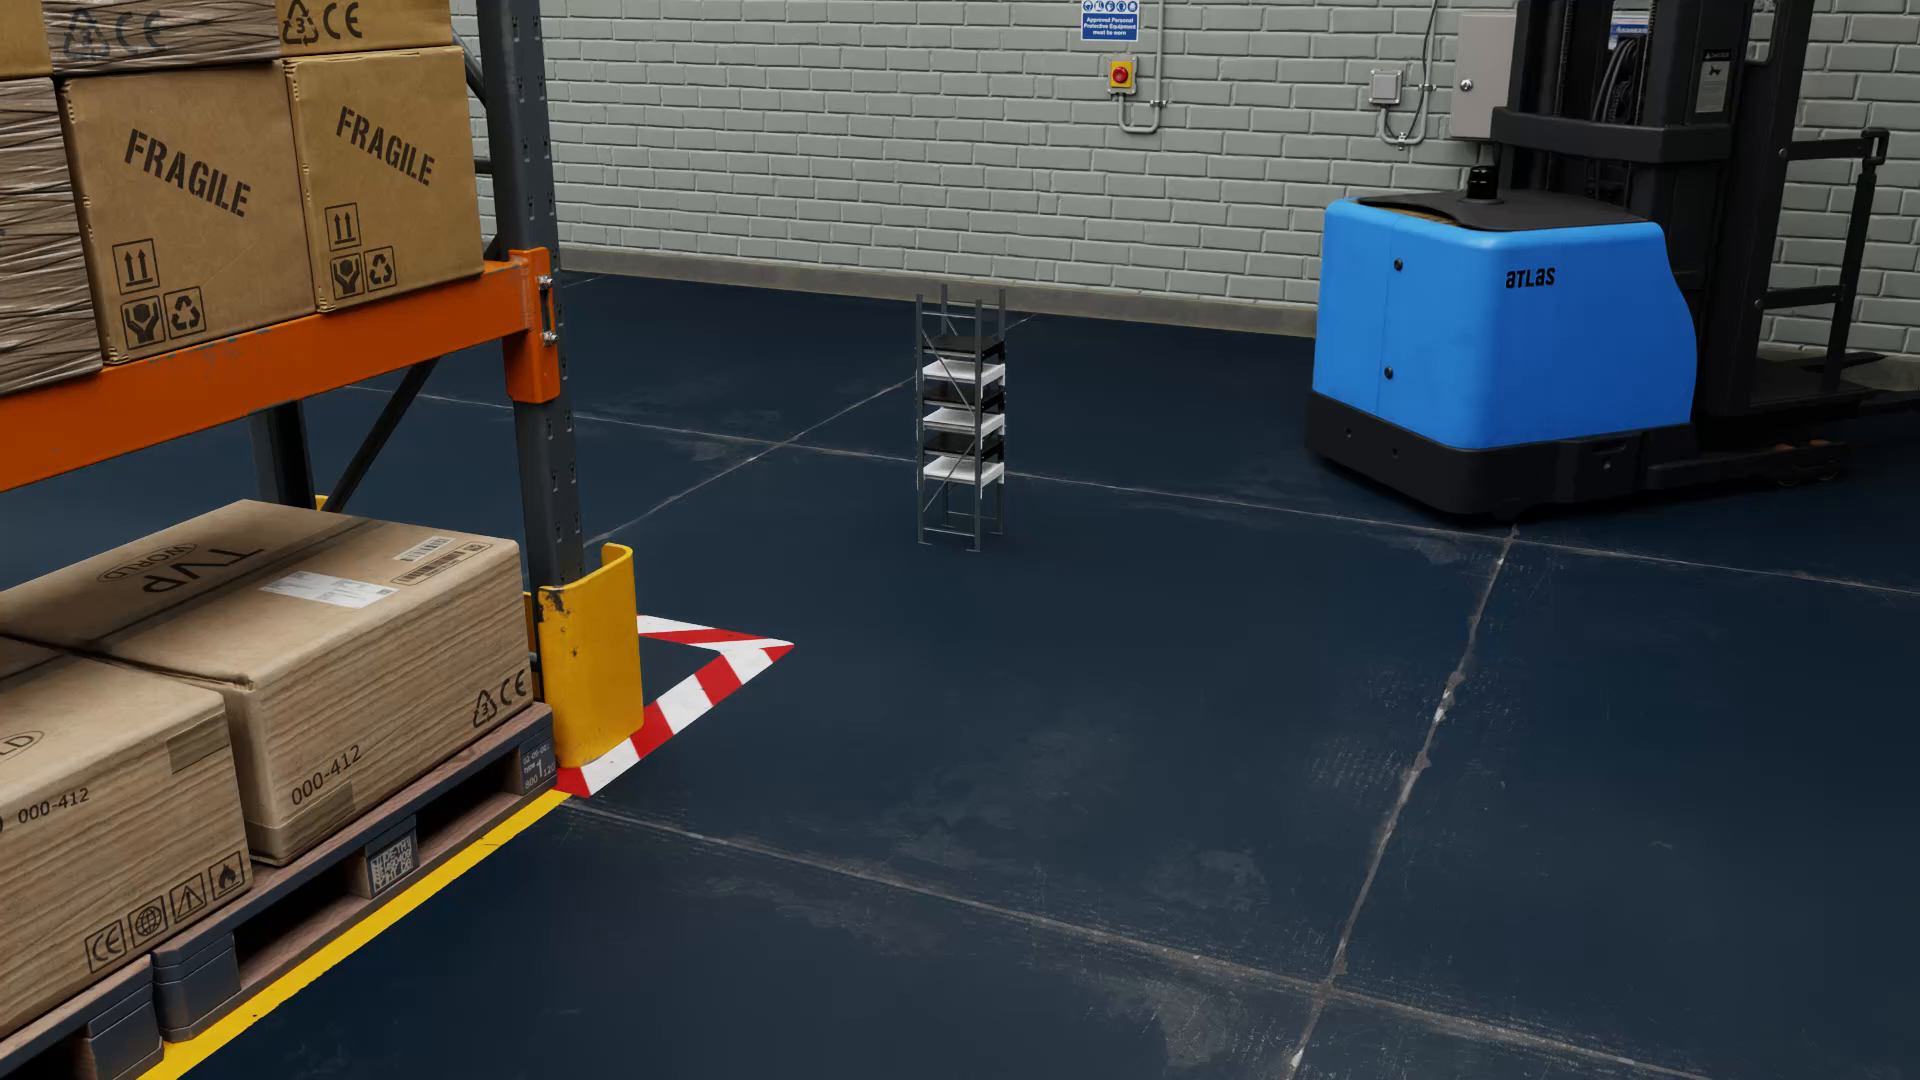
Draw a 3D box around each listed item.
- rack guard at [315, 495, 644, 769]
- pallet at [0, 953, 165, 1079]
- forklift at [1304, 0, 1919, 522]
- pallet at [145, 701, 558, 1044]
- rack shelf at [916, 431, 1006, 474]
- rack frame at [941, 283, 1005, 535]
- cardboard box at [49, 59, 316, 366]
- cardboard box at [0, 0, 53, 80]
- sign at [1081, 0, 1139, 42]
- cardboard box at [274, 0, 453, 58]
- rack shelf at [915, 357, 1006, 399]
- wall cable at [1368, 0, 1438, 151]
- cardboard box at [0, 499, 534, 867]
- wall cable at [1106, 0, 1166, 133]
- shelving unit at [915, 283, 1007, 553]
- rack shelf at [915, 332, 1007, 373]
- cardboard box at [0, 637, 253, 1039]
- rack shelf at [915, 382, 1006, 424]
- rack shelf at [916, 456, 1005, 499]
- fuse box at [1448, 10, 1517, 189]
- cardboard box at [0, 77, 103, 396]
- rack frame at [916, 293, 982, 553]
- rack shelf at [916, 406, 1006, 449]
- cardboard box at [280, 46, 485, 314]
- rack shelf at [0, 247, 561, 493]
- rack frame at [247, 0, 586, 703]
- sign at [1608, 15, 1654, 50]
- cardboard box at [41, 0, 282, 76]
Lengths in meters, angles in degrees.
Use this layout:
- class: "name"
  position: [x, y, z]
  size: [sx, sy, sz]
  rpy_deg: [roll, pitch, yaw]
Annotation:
- class: "rack guard"
  position: [-1.447, 0.231, 4.574]
  size: [1.175, 0.500, 0.348]
  rpy_deg: [9, 21, 23]
- class: "pallet"
  position: [-2.214, 1.001, 2.840]
  size: [1.003, 0.211, 1.213]
  rpy_deg: [9, 21, 23]
- class: "forklift"
  position: [2.987, -1.747, 6.506]
  size: [3.031, 2.935, 1.130]
  rpy_deg: [-8, 21, -21]
- class: "pallet"
  position: [-1.713, 0.629, 3.885]
  size: [1.003, 0.211, 1.213]
  rpy_deg: [9, 21, 23]
- class: "rack shelf"
  position: [0.003, -0.310, 5.866]
  size: [0.258, 0.077, 0.200]
  rpy_deg: [9, 21, 23]
- class: "rack frame"
  position: [0.045, -0.458, 5.912]
  size: [0.240, 0.900, 0.006]
  rpy_deg: [9, 21, 23]
- class: "cardboard box"
  position: [-1.632, -0.652, 3.176]
  size: [0.500, 0.500, 0.500]
  rpy_deg: [8, 21, 22]
- class: "cardboard box"
  position: [-1.829, -0.963, 2.560]
  size: [0.500, 0.500, 0.500]
  rpy_deg: [8, 21, 22]
- class: "sign"
  position: [0.812, -2.819, 9.017]
  size: [0.327, 0.218, 0.001]
  rpy_deg: [9, 21, 23]
- class: "cardboard box"
  position: [-1.437, -1.278, 3.444]
  size: [0.500, 0.500, 0.500]
  rpy_deg: [9, 22, 24]
- class: "rack shelf"
  position: [0.003, -0.565, 5.776]
  size: [0.258, 0.077, 0.200]
  rpy_deg: [9, 21, 23]
- class: "wall cable"
  position: [2.130, -2.954, 8.283]
  size: [0.588, 1.984, 0.122]
  rpy_deg: [9, 21, 23]
- class: "cardboard box"
  position: [-1.636, 0.285, 3.888]
  size: [0.875, 0.438, 0.875]
  rpy_deg: [8, 21, 21]
- class: "wall cable"
  position: [0.831, -3.160, 8.815]
  size: [0.585, 1.953, 0.123]
  rpy_deg: [9, 21, 23]
- class: "shelving unit"
  position: [0.003, -0.426, 5.825]
  size: [0.258, 0.900, 0.210]
  rpy_deg: [9, 21, 23]
- class: "rack shelf"
  position: [0.003, -0.649, 5.746]
  size: [0.258, 0.077, 0.200]
  rpy_deg: [9, 21, 23]
- class: "cardboard box"
  position: [-2.003, 0.566, 3.098]
  size: [0.875, 0.438, 0.875]
  rpy_deg: [9, 22, 24]
- class: "rack shelf"
  position: [0.003, -0.480, 5.806]
  size: [0.258, 0.077, 0.200]
  rpy_deg: [9, 21, 23]
- class: "rack shelf"
  position: [0.003, -0.225, 5.896]
  size: [0.258, 0.077, 0.200]
  rpy_deg: [9, 21, 23]
- class: "fuse box"
  position: [2.688, -1.727, 8.271]
  size: [0.539, 1.711, 0.414]
  rpy_deg: [9, 21, 23]
- class: "cardboard box"
  position: [-1.834, -0.493, 2.730]
  size: [0.500, 0.500, 0.500]
  rpy_deg: [9, 22, 24]
- class: "rack frame"
  position: [-0.038, -0.395, 5.738]
  size: [0.240, 0.900, 0.006]
  rpy_deg: [9, 21, 23]
- class: "rack shelf"
  position: [0.003, -0.395, 5.836]
  size: [0.258, 0.077, 0.200]
  rpy_deg: [9, 21, 23]
- class: "cardboard box"
  position: [-1.413, -0.803, 3.601]
  size: [0.500, 0.500, 0.500]
  rpy_deg: [9, 21, 23]
- class: "rack shelf"
  position: [-2.276, 0.011, 2.536]
  size: [1.077, 0.370, 4.000]
  rpy_deg: [9, 21, 23]
- class: "rack frame"
  position: [-1.457, -0.940, 4.135]
  size: [1.000, 3.000, 0.127]
  rpy_deg: [9, 21, 23]
- class: "sign"
  position: [3.223, -2.285, 8.058]
  size: [0.329, 0.494, 0.001]
  rpy_deg: [9, 21, 23]
- class: "cardboard box"
  position: [-1.624, -1.114, 2.984]
  size: [0.500, 0.500, 0.500]
  rpy_deg: [9, 21, 23]
